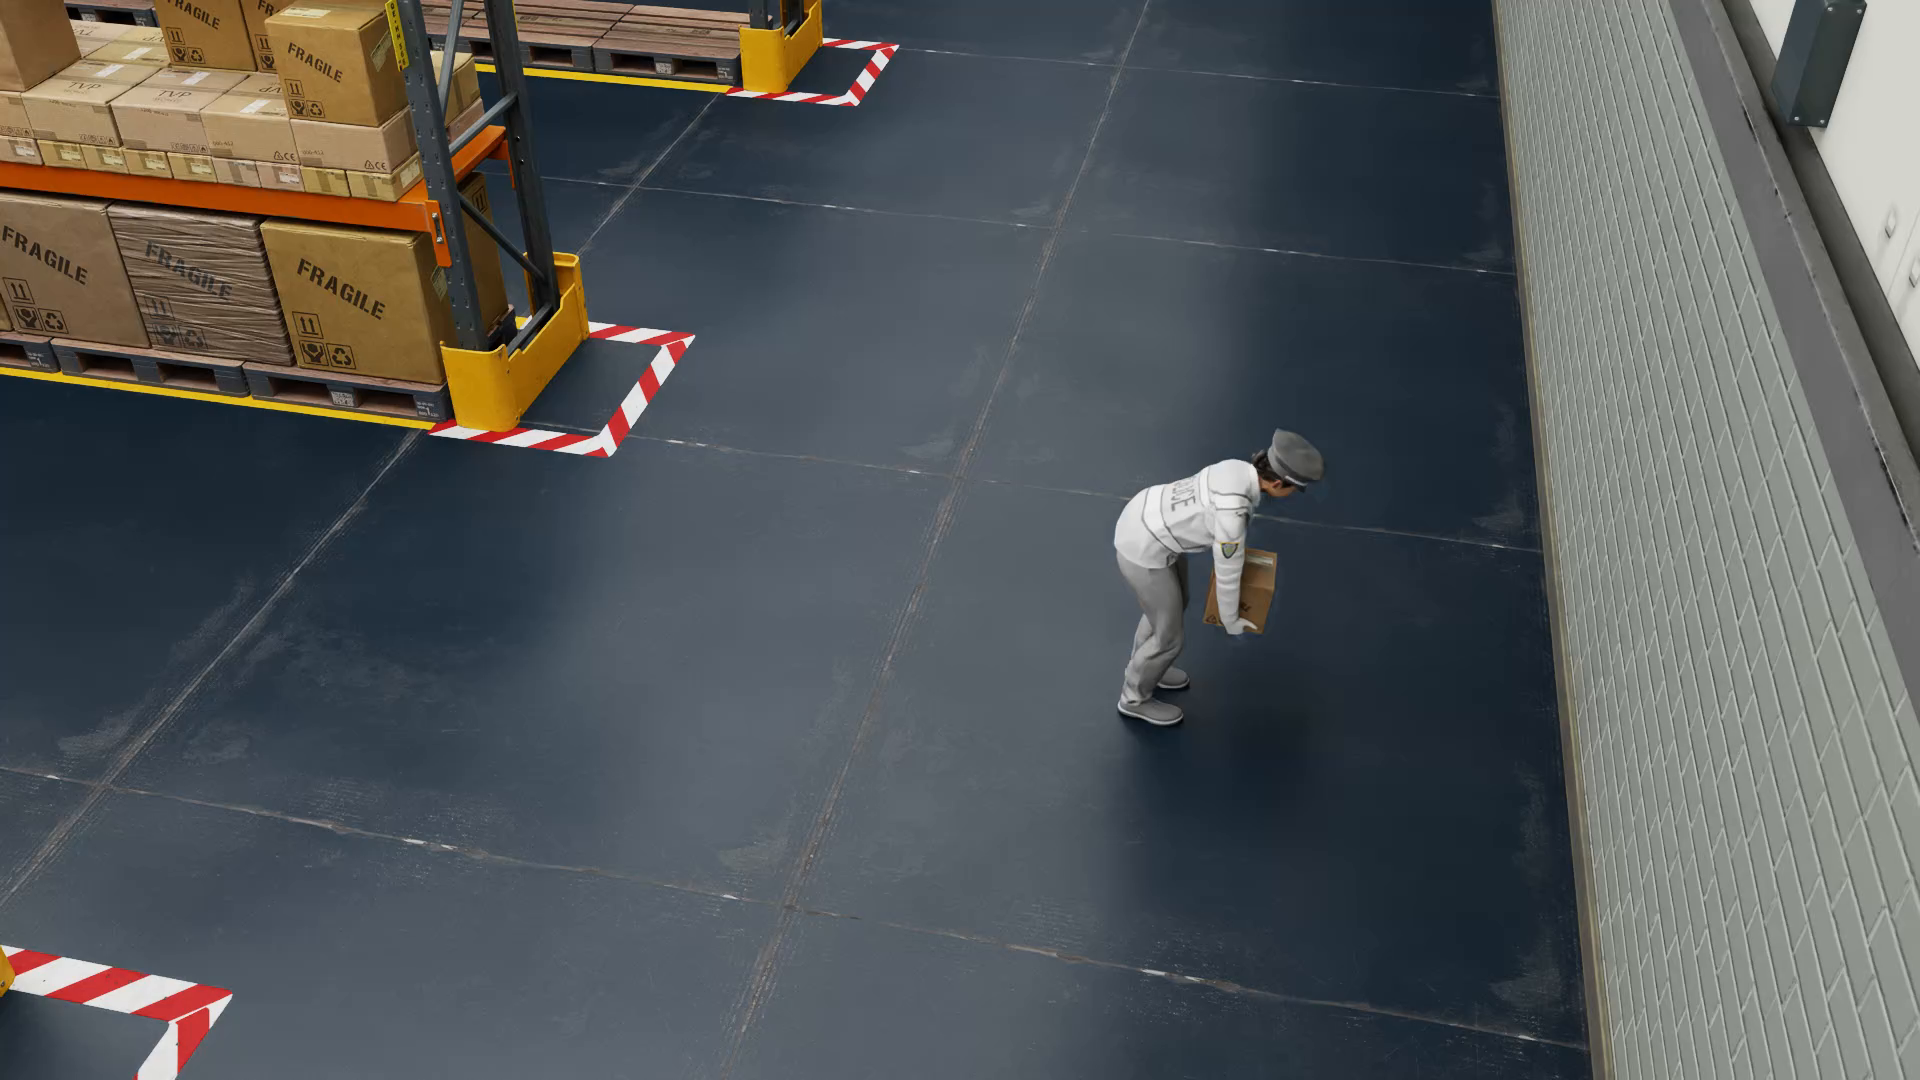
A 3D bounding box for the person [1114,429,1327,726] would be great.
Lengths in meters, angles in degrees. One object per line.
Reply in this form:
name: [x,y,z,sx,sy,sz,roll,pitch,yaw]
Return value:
person: [1.045,0.151,6.966,0.814,1.427,0.408,7,37,9]
